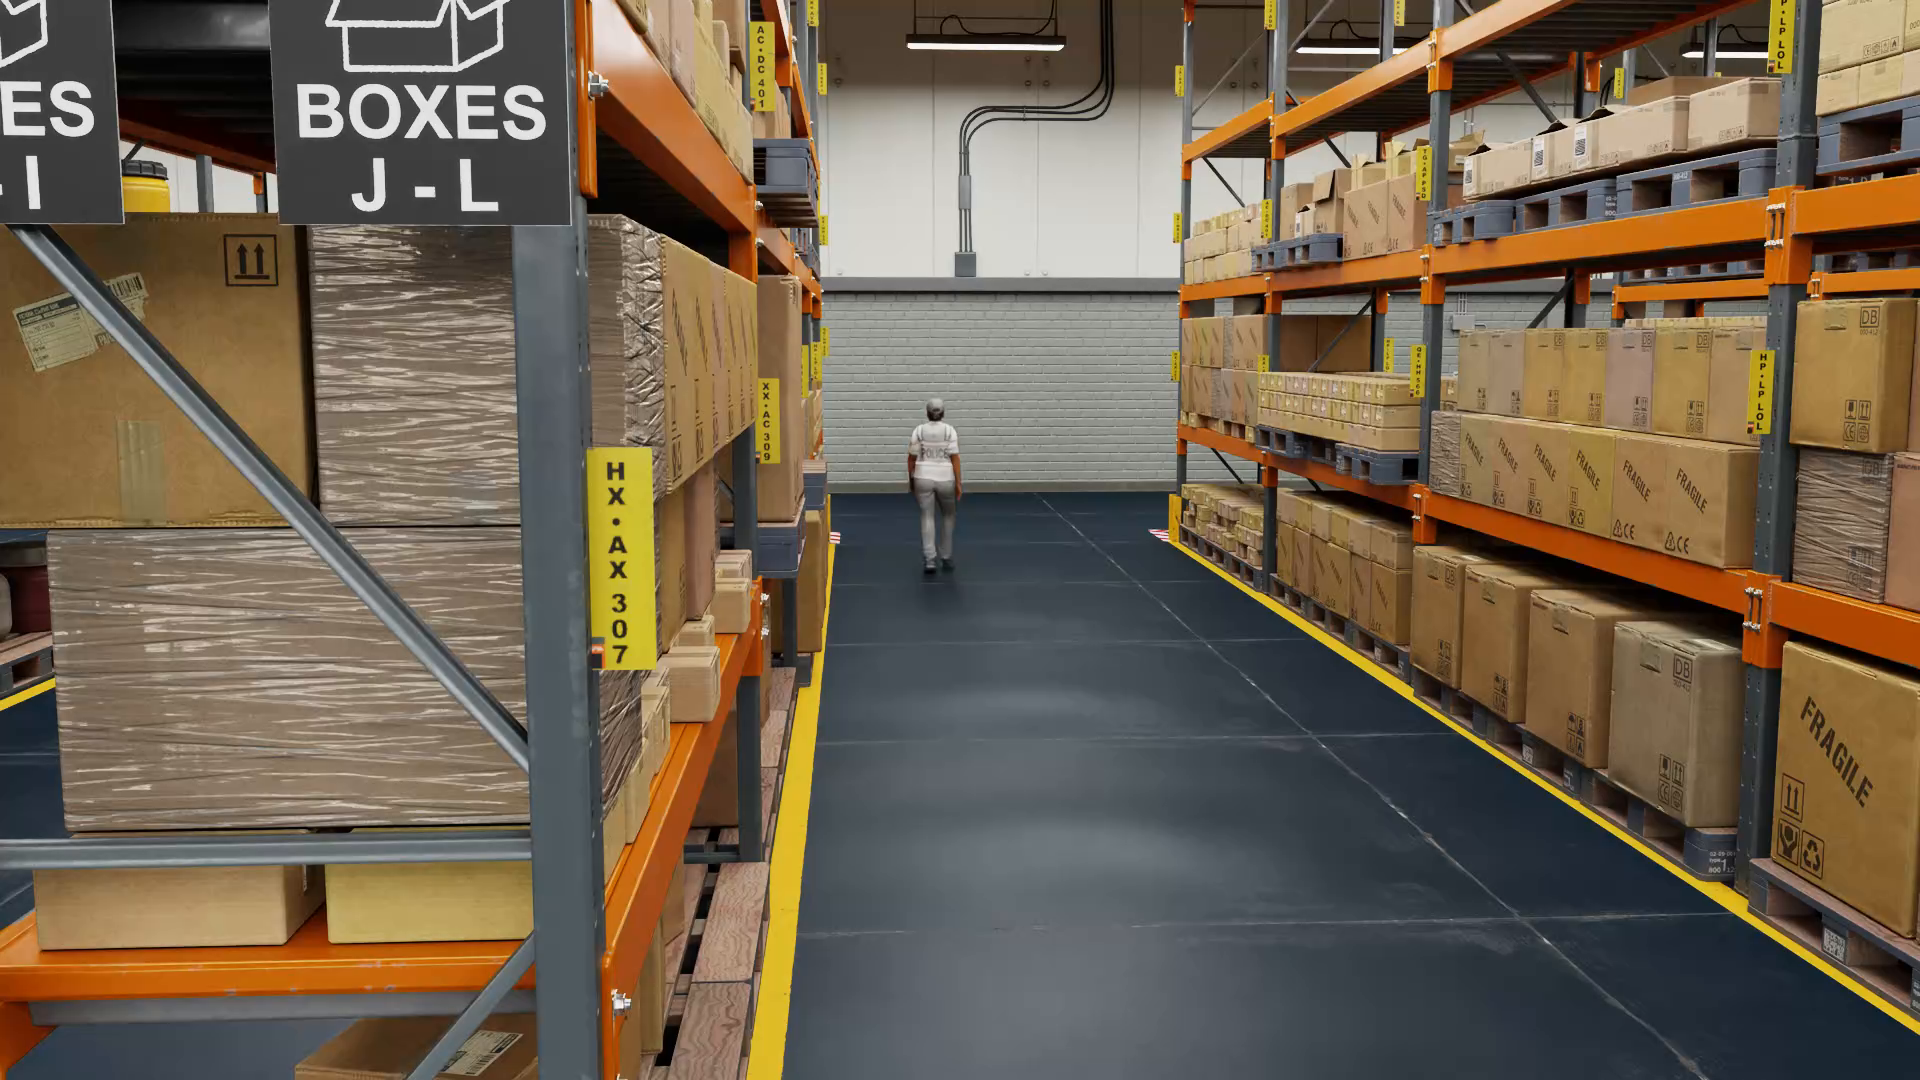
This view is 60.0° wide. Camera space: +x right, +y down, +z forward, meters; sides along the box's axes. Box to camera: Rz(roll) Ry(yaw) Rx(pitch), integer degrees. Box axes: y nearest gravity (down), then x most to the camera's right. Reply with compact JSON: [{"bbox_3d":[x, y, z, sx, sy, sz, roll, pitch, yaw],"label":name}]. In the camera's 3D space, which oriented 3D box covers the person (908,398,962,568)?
[{"bbox_3d":[-0.250,-0.541,16.194,0.516,1.680,0.787,0,7,-2],"label":"person"}]
